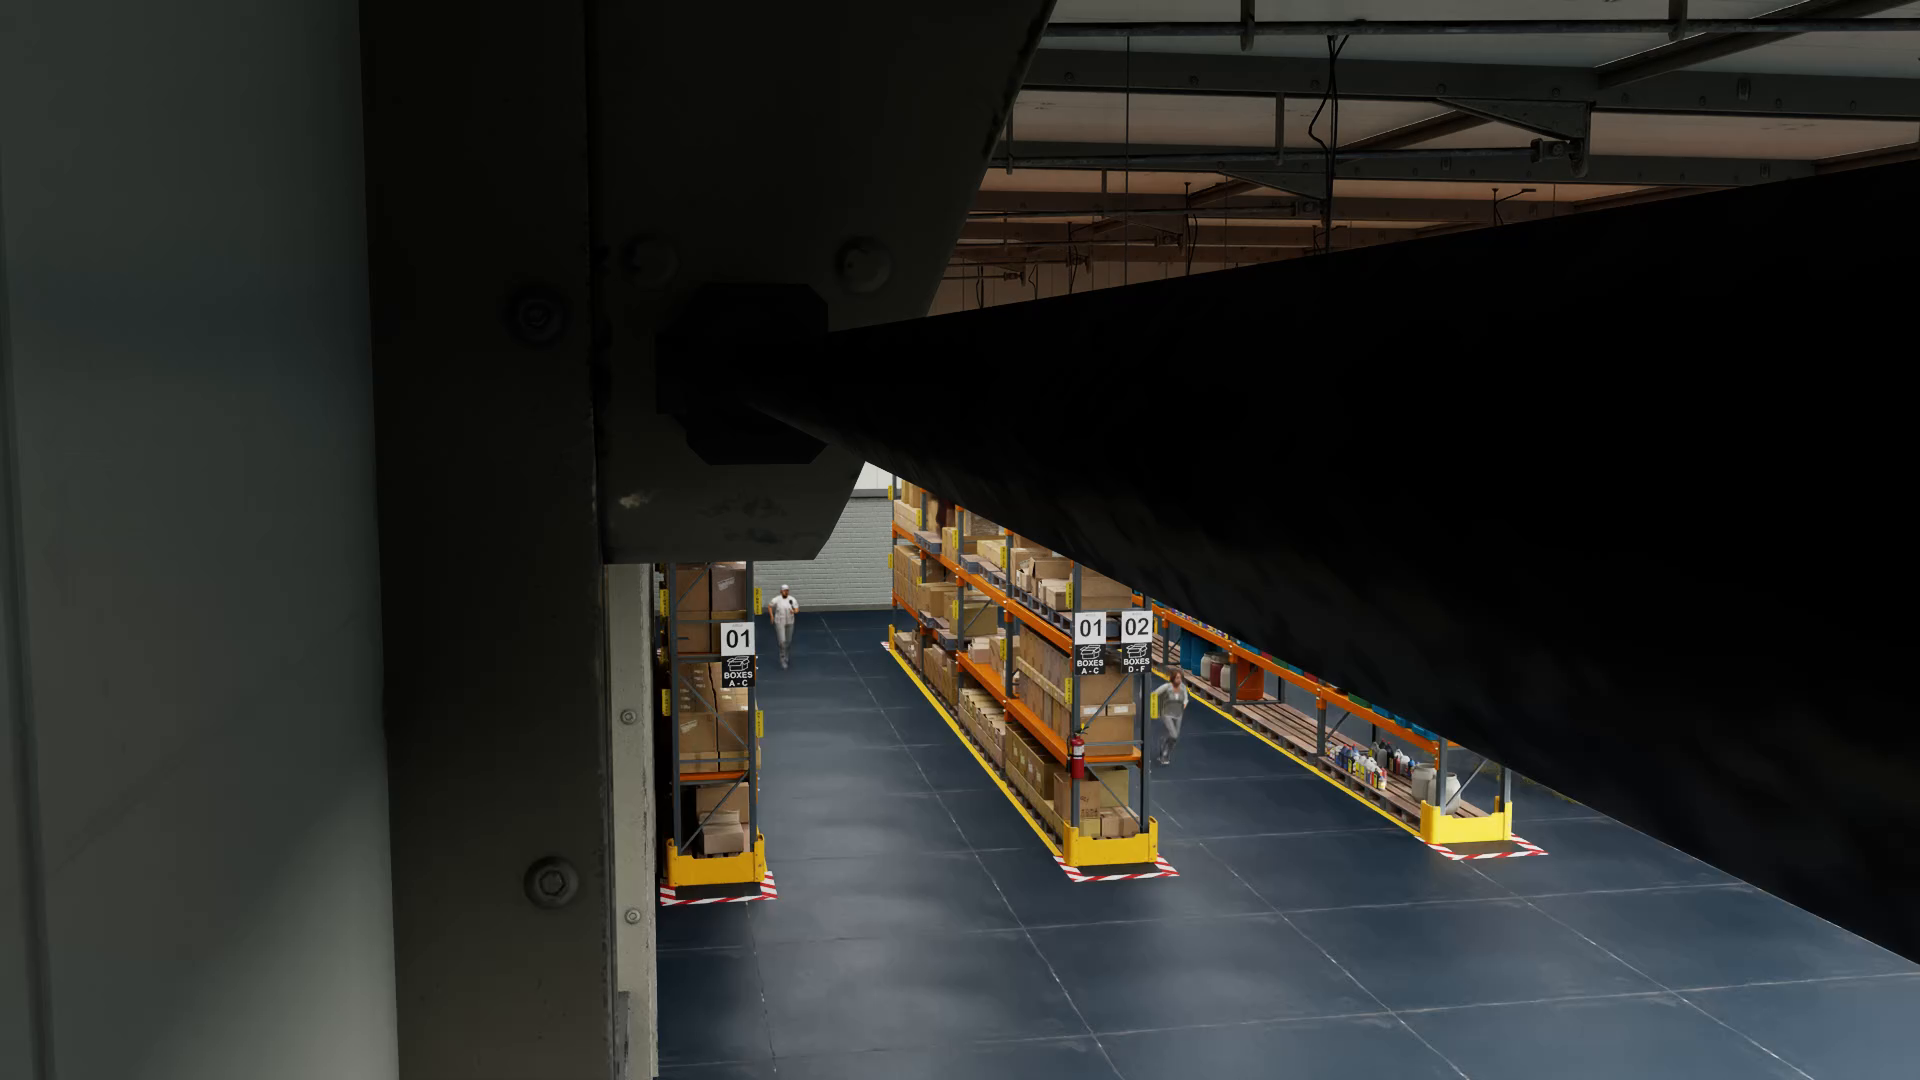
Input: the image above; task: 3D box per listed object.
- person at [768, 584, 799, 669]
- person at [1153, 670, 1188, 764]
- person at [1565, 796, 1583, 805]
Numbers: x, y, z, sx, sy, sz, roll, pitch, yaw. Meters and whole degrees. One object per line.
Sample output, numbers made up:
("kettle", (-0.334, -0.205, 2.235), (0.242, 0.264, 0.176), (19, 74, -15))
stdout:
("person", (-3.645, 1.773, 34.527), (0.584, 1.722, 0.802), (-3, 7, -23))
("person", (3.294, 2.760, 25.829), (0.496, 1.526, 0.695), (-3, 7, -23))
("person", (8.838, 2.935, 23.866), (0.695, 1.690, 0.799), (-4, 7, -34))
